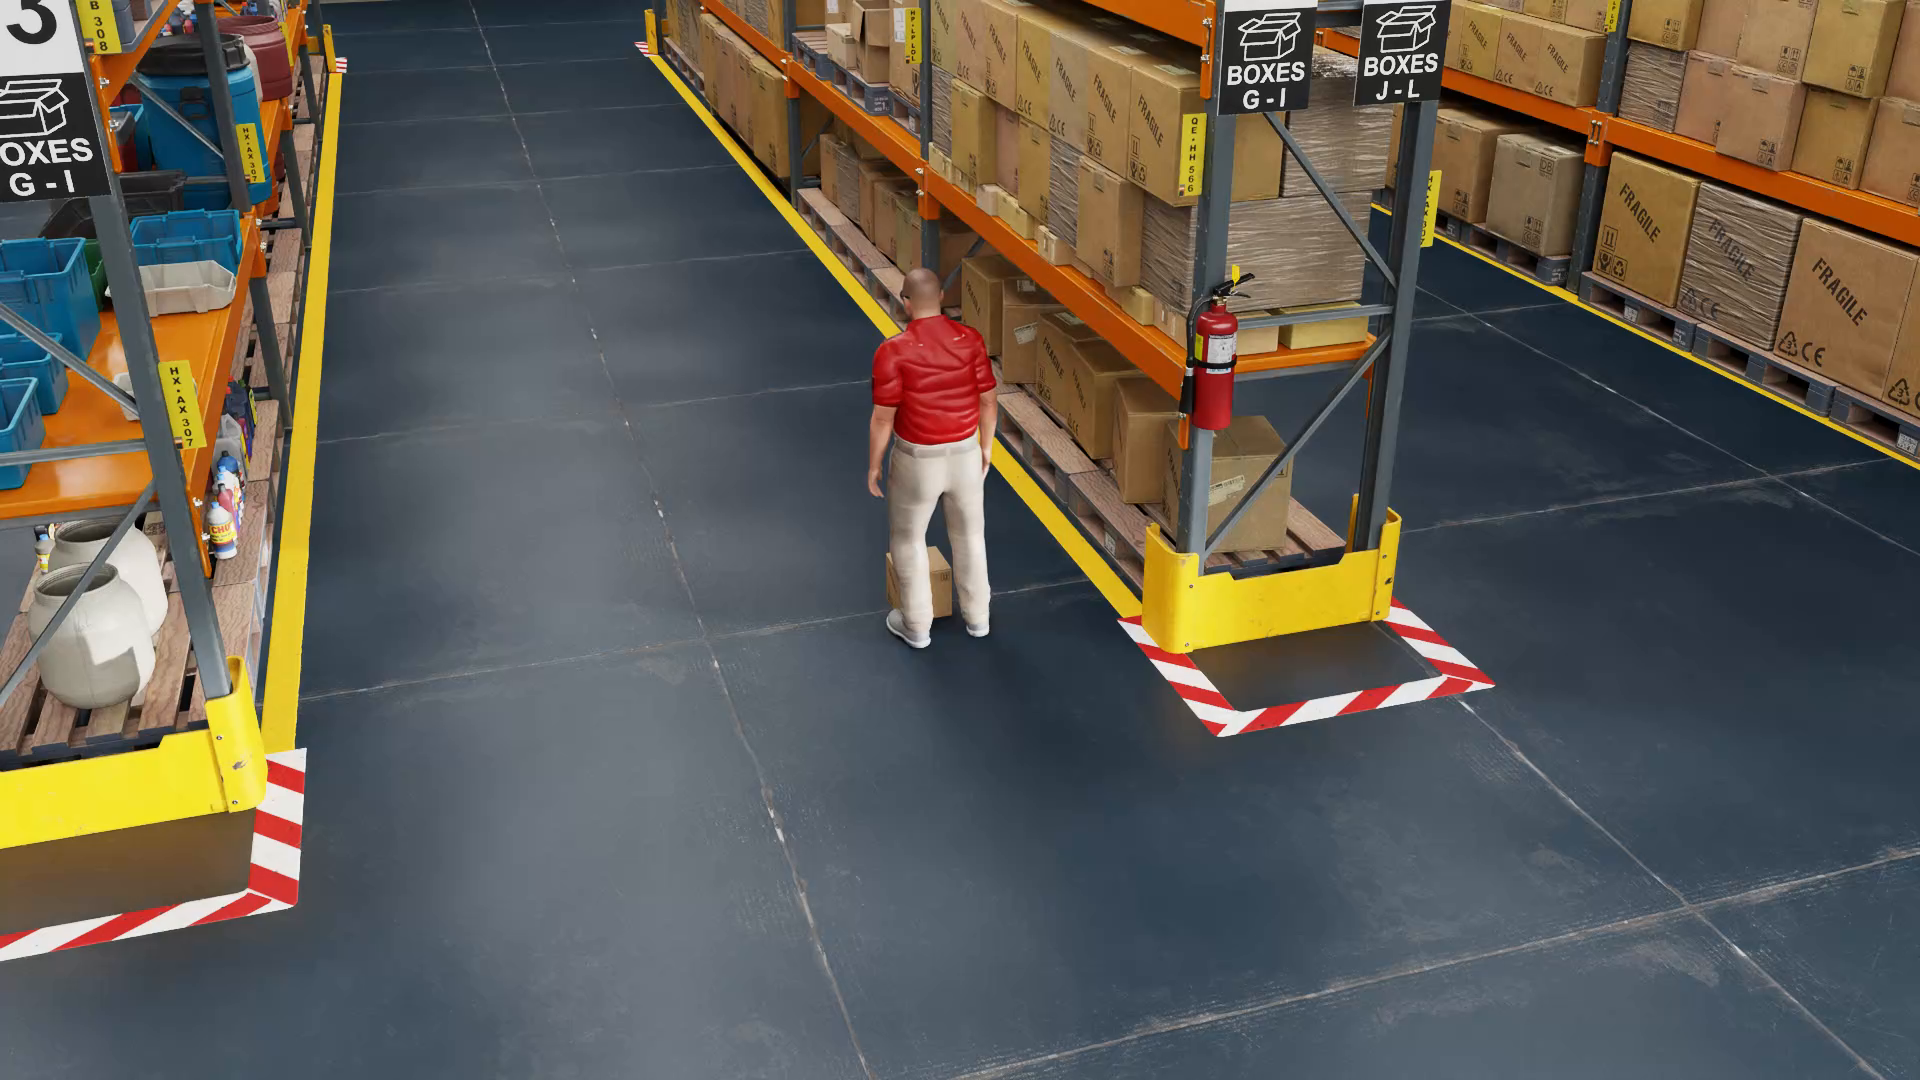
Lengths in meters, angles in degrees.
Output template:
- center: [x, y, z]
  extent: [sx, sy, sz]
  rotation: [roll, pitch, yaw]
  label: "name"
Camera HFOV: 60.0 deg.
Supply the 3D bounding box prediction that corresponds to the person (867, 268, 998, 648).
- center: [-0.117, -0.349, 7.337]
  extent: [0.606, 1.728, 0.382]
  rotation: [-10, 28, -19]
  label: "person"
